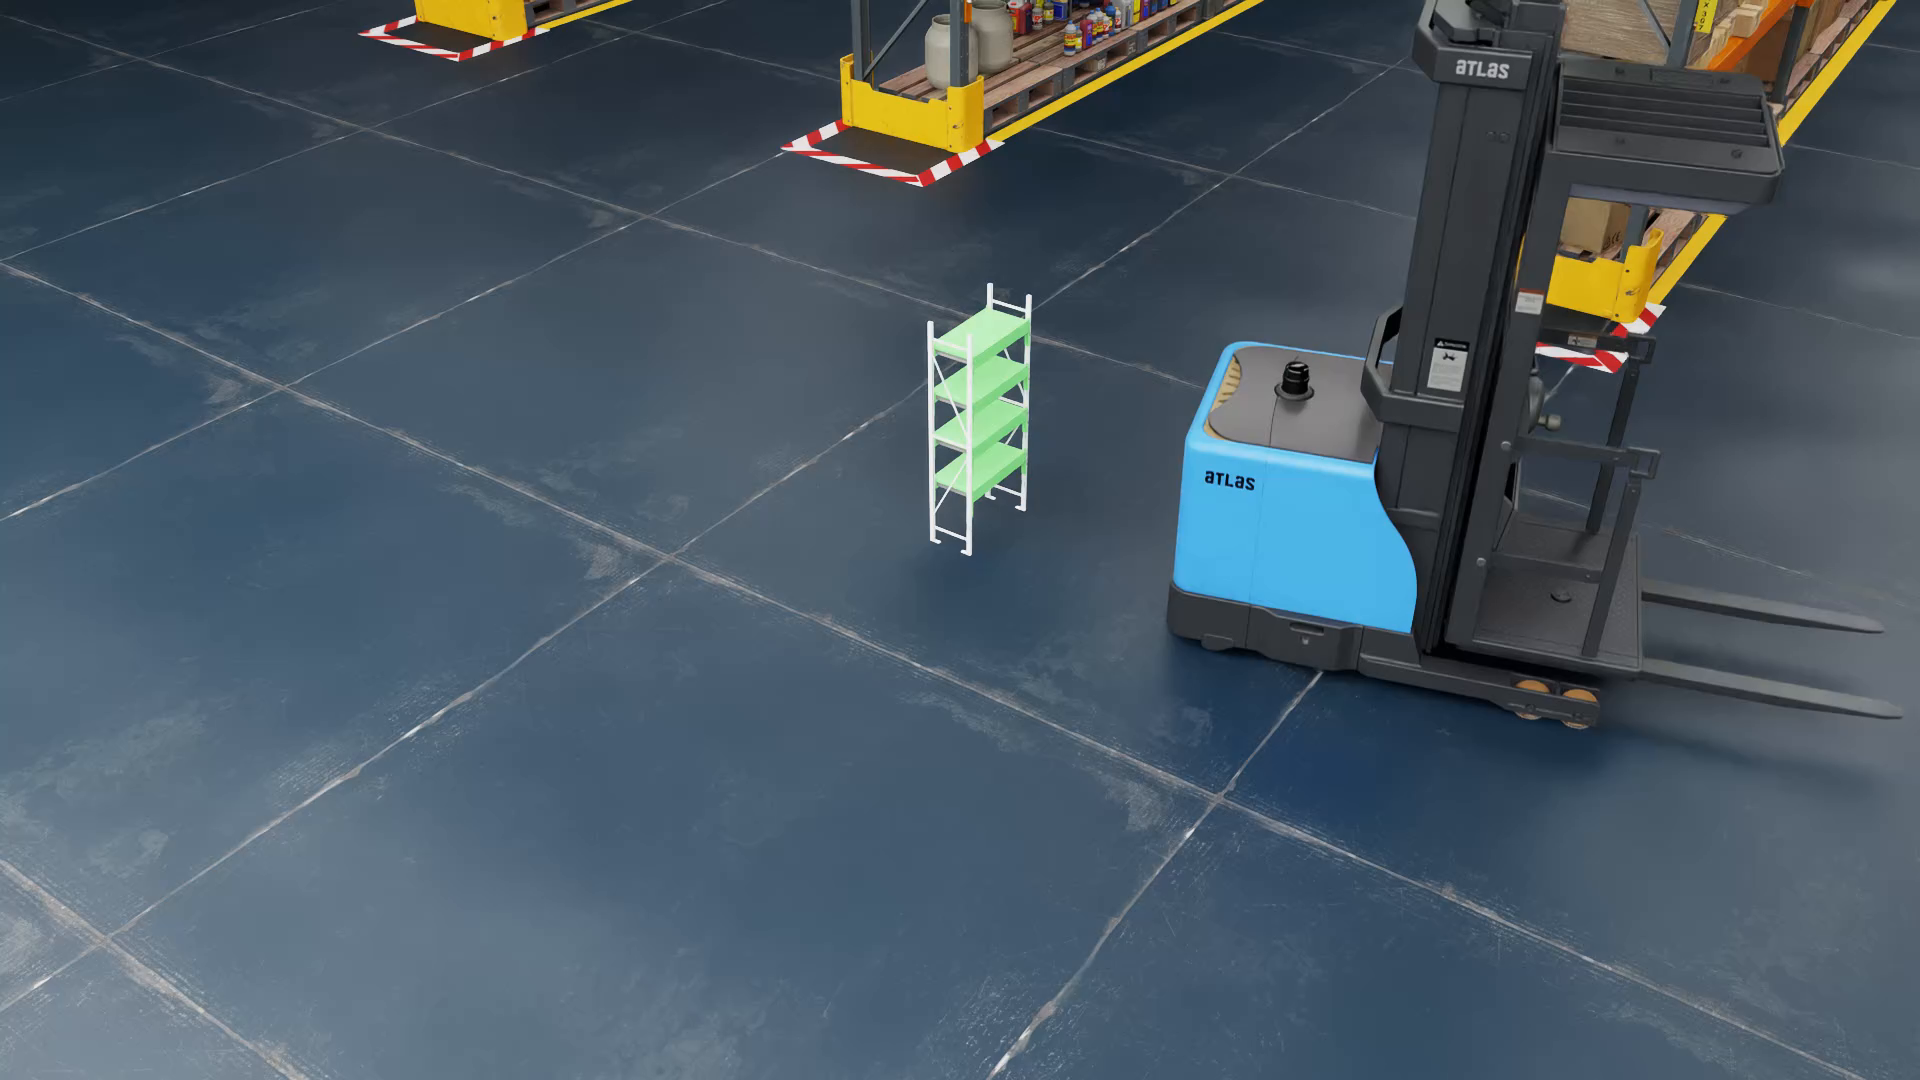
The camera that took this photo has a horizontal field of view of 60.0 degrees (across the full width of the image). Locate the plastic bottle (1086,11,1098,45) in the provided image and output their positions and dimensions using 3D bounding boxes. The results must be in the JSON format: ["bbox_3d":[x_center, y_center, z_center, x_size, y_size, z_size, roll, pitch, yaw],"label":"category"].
[{"bbox_3d":[1.107,-4.316,13.998,0.097,0.271,0.097,0,34,0],"label":"plastic bottle"}]

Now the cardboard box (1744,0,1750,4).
[{"bbox_3d":[5.018,-3.557,11.057,0.380,0.149,0.250,21,39,28],"label":"cardboard box"}]

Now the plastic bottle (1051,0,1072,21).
[{"bbox_3d":[0.887,-4.709,14.575,0.152,0.276,0.135,21,39,28],"label":"plastic bottle"}]

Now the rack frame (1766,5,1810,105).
[{"bbox_3d":[5.971,-4.631,12.420,1.000,3.000,0.127,21,39,28],"label":"rack frame"}]

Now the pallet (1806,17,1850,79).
[{"bbox_3d":[7.109,-4.398,14.565,1.003,0.211,1.213,21,39,28],"label":"pallet"}]

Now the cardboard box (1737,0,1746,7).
[{"bbox_3d":[4.829,-3.910,10.999,0.875,0.500,0.500,21,39,28],"label":"cardboard box"}]

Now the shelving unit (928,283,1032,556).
[{"bbox_3d":[0.094,-0.573,8.027,0.258,1.200,0.503,21,39,28],"label":"shelving unit"}]

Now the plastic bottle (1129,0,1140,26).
[{"bbox_3d":[1.478,-4.672,14.453,0.144,0.351,0.185,21,39,28],"label":"plastic bottle"}]

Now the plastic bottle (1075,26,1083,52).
[{"bbox_3d":[0.971,-4.177,13.855,0.097,0.201,0.097,0,34,0],"label":"plastic bottle"}]

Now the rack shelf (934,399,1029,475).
[{"bbox_3d":[0.094,-0.520,8.062,0.258,0.148,0.480,21,39,28],"label":"rack shelf"}]

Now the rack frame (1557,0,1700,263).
[{"bbox_3d":[3.691,-2.790,9.698,1.000,3.000,0.127,21,39,28],"label":"rack frame"}]

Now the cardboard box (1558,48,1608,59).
[{"bbox_3d":[3.684,-2.883,10.059,0.380,0.149,0.250,21,39,28],"label":"cardboard box"}]

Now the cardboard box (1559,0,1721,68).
[{"bbox_3d":[4.027,-3.199,9.948,0.875,0.500,0.500,21,39,28],"label":"cardboard box"}]

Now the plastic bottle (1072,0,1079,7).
[{"bbox_3d":[0.994,-4.972,14.896,0.144,0.351,0.185,20,39,26],"label":"plastic bottle"}]

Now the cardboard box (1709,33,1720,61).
[{"bbox_3d":[4.488,-3.082,10.353,0.380,0.149,0.250,21,39,28],"label":"cardboard box"}]

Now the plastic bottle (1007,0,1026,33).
[{"bbox_3d":[0.475,-4.518,14.292,0.152,0.276,0.135,22,40,29],"label":"plastic bottle"}]

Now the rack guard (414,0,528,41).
[{"bbox_3d":[-4.459,-4.909,15.063,1.175,0.500,0.348,21,39,28],"label":"rack guard"}]

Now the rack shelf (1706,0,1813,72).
[{"bbox_3d":[4.831,-3.412,11.260,1.077,0.370,4.000,21,39,28],"label":"rack shelf"}]

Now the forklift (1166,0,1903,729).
[{"bbox_3d":[2.513,-0.748,6.740,3.031,2.935,1.130,10,35,15],"label":"forklift"}]

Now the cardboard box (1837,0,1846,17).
[{"bbox_3d":[7.581,-5.044,14.870,0.700,0.500,0.500,18,38,24],"label":"cardboard box"}]

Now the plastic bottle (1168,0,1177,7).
[{"bbox_3d":[1.899,-4.943,14.913,0.061,0.283,0.133,23,41,30],"label":"plastic bottle"}]

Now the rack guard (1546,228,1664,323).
[{"bbox_3d":[3.734,-1.789,10.449,1.175,0.500,0.348,21,39,28],"label":"rack guard"}]

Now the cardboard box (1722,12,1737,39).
[{"bbox_3d":[4.756,-3.318,10.703,0.380,0.149,0.250,21,39,28],"label":"cardboard box"}]

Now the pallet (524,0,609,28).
[{"bbox_3d":[-4.044,-5.166,15.700,1.003,0.211,1.213,21,39,28],"label":"pallet"}]

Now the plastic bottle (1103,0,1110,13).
[{"bbox_3d":[1.295,-4.604,14.413,0.061,0.283,0.133,21,39,28],"label":"plastic bottle"}]

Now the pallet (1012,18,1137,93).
[{"bbox_3d":[0.790,-4.198,14.269,1.003,0.211,1.213,21,39,28],"label":"pallet"}]

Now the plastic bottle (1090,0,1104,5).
[{"bbox_3d":[1.220,-5.012,14.956,0.144,0.351,0.185,21,39,28],"label":"plastic bottle"}]

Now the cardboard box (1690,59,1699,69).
[{"bbox_3d":[4.207,-2.850,10.010,0.380,0.149,0.250,21,39,28],"label":"cardboard box"}]

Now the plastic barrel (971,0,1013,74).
[{"bbox_3d":[0.220,-4.073,13.441,0.421,0.512,0.421,0,34,0],"label":"plastic barrel"}]

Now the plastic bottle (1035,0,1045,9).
[{"bbox_3d":[0.645,-4.690,14.480,0.144,0.351,0.185,23,40,30],"label":"plastic bottle"}]

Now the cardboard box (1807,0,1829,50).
[{"bbox_3d":[6.945,-4.524,14.101,0.700,0.500,0.500,18,38,24],"label":"cardboard box"}]

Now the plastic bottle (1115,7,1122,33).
[{"bbox_3d":[1.338,-4.474,14.293,0.097,0.201,0.097,0,34,0],"label":"plastic bottle"}]

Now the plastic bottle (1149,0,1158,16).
[{"bbox_3d":[1.663,-4.821,14.673,0.144,0.351,0.185,19,39,26],"label":"plastic bottle"}]

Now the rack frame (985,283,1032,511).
[{"bbox_3d":[0.234,-0.685,8.193,0.240,1.200,0.015,21,39,28],"label":"rack frame"}]

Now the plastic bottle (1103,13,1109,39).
[{"bbox_3d":[1.220,-4.379,14.153,0.097,0.201,0.097,0,34,0],"label":"plastic bottle"}]

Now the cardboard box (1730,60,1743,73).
[{"bbox_3d":[5.390,-3.332,12.356,0.500,0.500,0.500,-23,40,-30],"label":"cardboard box"}]

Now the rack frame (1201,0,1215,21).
[{"bbox_3d":[1.902,-6.213,14.759,1.000,3.000,0.127,21,39,28],"label":"rack frame"}]

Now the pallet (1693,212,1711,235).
[{"bbox_3d":[4.922,-2.591,11.893,1.003,0.211,1.213,21,39,28],"label":"pallet"}]

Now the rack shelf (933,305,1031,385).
[{"bbox_3d":[0.094,-0.918,7.793,0.258,0.148,0.480,21,39,28],"label":"rack shelf"}]

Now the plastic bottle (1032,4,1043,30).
[{"bbox_3d":[0.667,-4.520,14.361,0.097,0.201,0.097,0,34,0],"label":"plastic bottle"}]

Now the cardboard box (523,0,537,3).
[{"bbox_3d":[-3.957,-5.166,15.292,0.500,0.250,0.500,21,39,28],"label":"cardboard box"}]

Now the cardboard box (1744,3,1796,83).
[{"bbox_3d":[6.339,-4.053,13.404,0.700,0.500,0.500,18,38,25],"label":"cardboard box"}]

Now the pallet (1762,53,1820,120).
[{"bbox_3d":[6.414,-3.834,13.731,1.003,0.211,1.213,21,39,28],"label":"pallet"}]
